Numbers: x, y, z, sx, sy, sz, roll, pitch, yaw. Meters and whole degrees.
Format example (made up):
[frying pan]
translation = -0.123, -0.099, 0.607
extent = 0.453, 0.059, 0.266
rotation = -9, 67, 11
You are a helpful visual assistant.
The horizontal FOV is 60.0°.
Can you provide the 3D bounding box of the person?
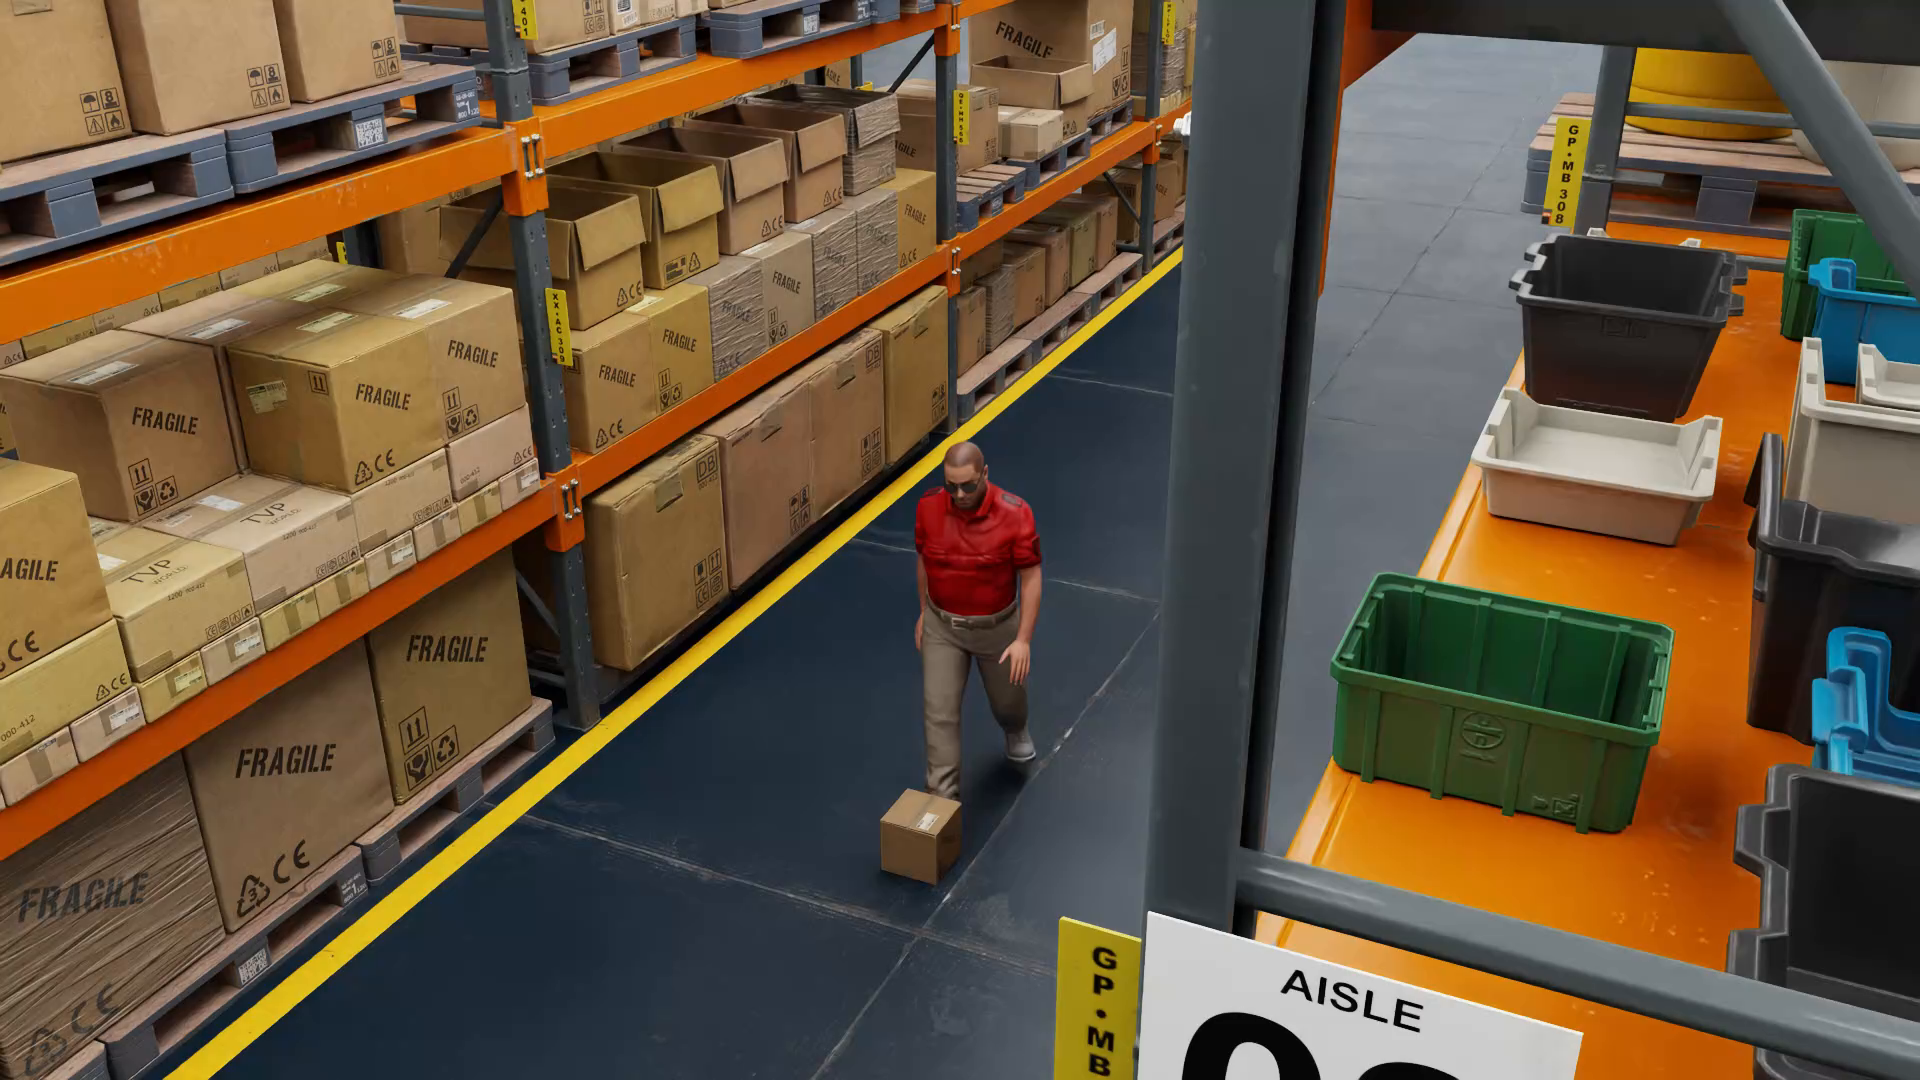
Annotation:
[person]
translation = 0.069, 0.359, 6.880
extent = 0.555, 1.691, 0.969
rotation = 6, 27, 11
